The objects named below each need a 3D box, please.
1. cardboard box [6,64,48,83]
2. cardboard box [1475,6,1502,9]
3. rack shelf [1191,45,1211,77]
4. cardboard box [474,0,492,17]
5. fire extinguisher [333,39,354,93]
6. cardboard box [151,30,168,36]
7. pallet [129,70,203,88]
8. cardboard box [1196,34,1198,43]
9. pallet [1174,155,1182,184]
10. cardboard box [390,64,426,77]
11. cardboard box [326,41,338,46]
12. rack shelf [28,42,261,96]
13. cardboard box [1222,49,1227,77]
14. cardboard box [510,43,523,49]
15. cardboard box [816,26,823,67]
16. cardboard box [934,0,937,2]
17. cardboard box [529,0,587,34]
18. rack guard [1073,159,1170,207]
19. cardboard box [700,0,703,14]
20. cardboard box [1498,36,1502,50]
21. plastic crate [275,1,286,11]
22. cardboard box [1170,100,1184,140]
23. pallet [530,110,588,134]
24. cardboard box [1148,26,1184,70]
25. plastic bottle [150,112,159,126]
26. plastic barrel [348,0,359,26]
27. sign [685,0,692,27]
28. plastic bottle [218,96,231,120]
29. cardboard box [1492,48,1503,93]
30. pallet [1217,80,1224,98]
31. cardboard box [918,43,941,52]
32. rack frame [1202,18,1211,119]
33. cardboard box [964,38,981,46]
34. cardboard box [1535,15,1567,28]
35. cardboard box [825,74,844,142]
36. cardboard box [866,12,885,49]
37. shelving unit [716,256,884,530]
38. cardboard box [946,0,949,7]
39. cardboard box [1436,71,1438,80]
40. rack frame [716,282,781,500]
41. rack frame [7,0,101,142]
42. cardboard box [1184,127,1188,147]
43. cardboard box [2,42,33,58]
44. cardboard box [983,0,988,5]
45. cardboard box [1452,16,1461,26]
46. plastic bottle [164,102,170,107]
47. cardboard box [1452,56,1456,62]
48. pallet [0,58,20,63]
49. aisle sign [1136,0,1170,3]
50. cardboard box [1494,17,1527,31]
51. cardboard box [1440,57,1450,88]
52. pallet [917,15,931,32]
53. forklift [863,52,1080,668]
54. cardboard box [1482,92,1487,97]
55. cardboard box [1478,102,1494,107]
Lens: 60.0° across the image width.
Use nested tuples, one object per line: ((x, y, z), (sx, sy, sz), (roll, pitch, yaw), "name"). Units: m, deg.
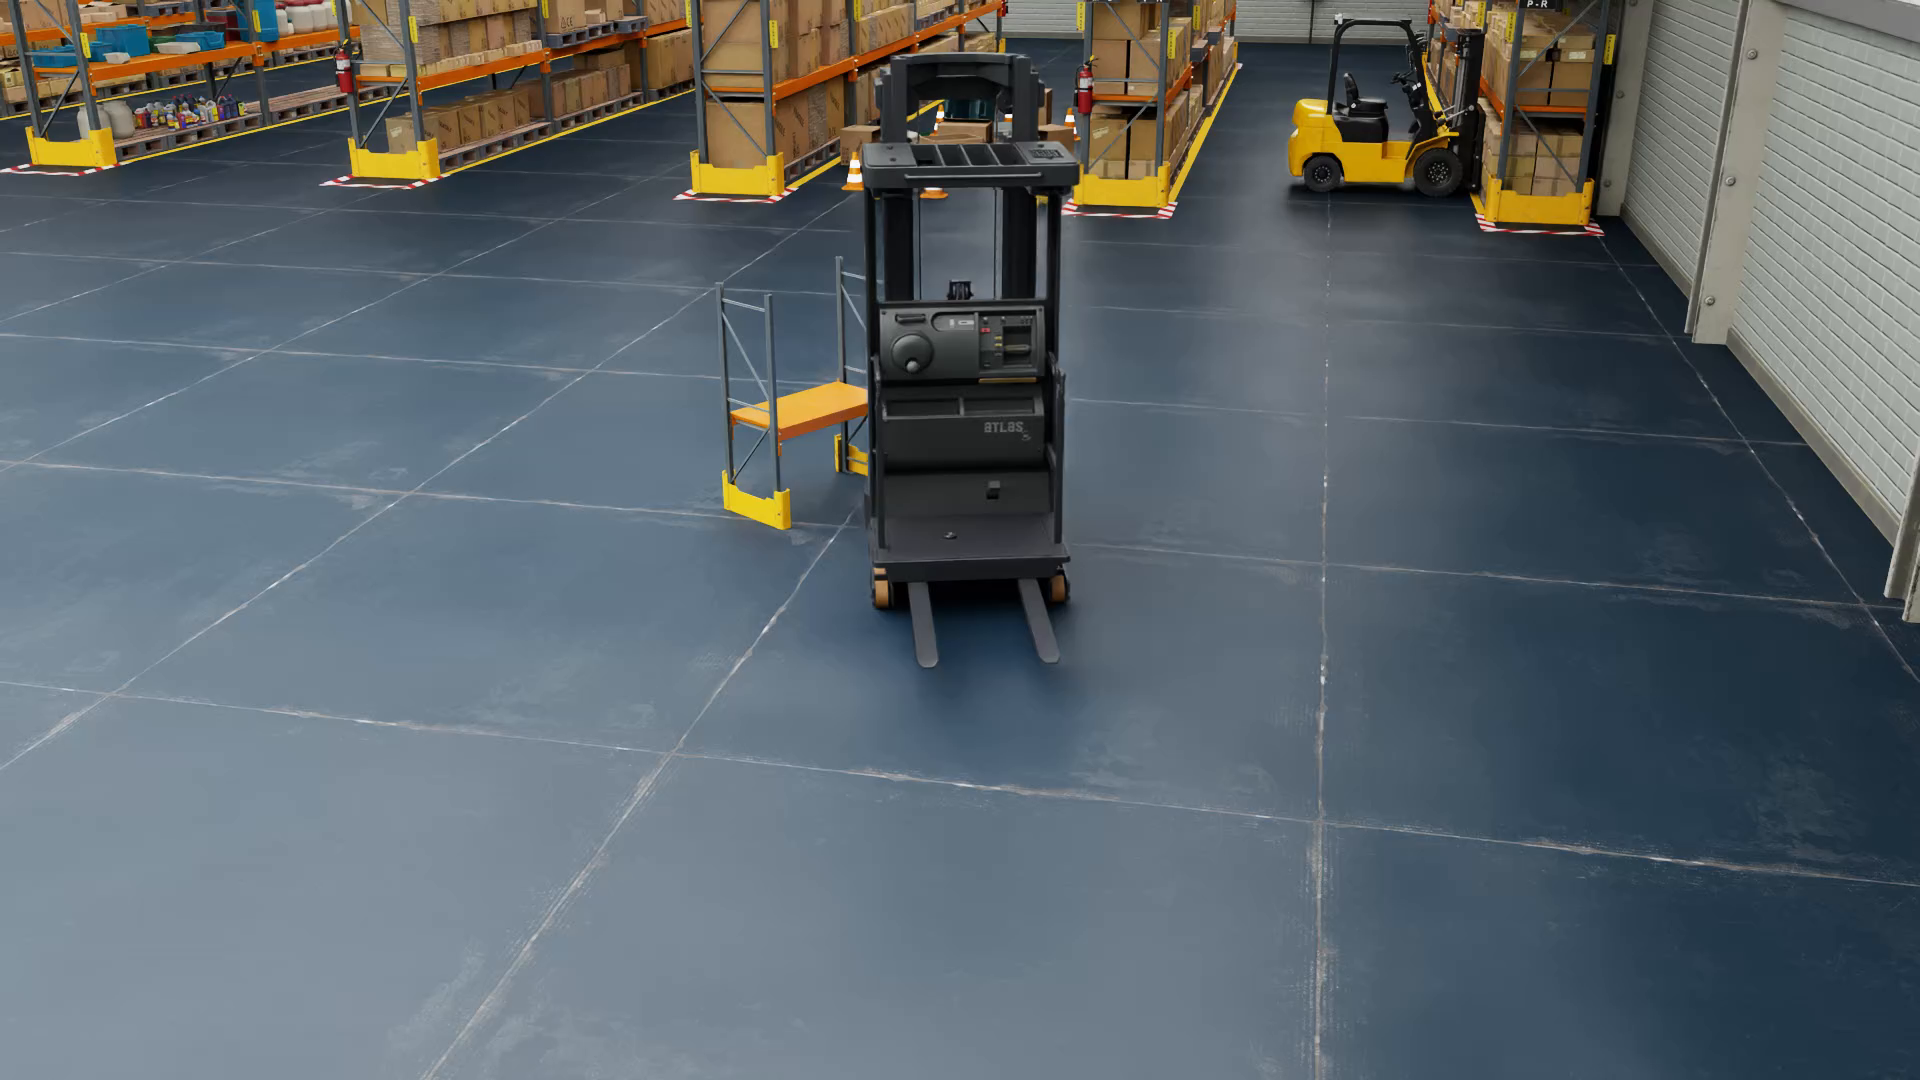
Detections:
((-16.148, -8.048, 28.689), (0.500, 0.311, 0.500), (4, 22, 10), "cardboard box")
((7.995, -7.996, 25.190), (0.380, 0.149, 0.250), (5, 22, 11), "cardboard box")
((3.224, -7.439, 25.773), (1.077, 0.370, 4.000), (4, 22, 11), "rack shelf")
((-7.018, -7.711, 23.615), (0.500, 0.500, 0.500), (4, 22, 11), "cardboard box")
((-8.177, -6.291, 22.063), (0.296, 0.674, 0.183), (4, 22, 11), "fire extinguisher")
((-15.799, -9.790, 32.399), (0.500, 0.250, 0.500), (5, 23, 13), "cardboard box")
((-15.578, -8.993, 32.400), (1.003, 0.211, 1.213), (4, 22, 11), "pallet")
((3.297, -7.388, 24.458), (0.380, 0.149, 0.250), (5, 22, 12), "cardboard box")
((2.466, -5.052, 22.615), (1.003, 0.211, 1.213), (4, 22, 11), "pallet")
((-7.411, -6.304, 22.326), (0.380, 0.149, 0.250), (4, 22, 11), "cardboard box")
((-14.228, -11.308, 37.507), (0.500, 0.250, 0.500), (4, 22, 11), "cardboard box")
((-12.143, -7.109, 24.954), (1.077, 0.370, 4.000), (4, 22, 11), "rack shelf")
((4.681, -9.195, 32.037), (0.875, 0.438, 0.875), (4, 22, 10), "cardboard box")
((-6.812, -7.402, 25.053), (0.380, 0.149, 0.250), (4, 22, 11), "cardboard box")
((-2.430, -6.924, 23.330), (0.875, 0.550, 0.550), (4, 22, 11), "cardboard box")
((-0.627, -9.793, 30.029), (0.380, 0.149, 0.250), (5, 23, 13), "cardboard box")
((-6.587, -8.550, 26.202), (1.000, 1.000, 1.000), (5, 22, 11), "cardboard box")
((2.015, -4.447, 20.726), (1.175, 0.500, 0.348), (4, 22, 11), "rack guard")
((-5.189, -10.397, 32.019), (0.500, 0.500, 0.500), (5, 23, 13), "cardboard box")
((6.893, -6.168, 20.651), (0.380, 0.149, 0.250), (5, 22, 11), "cardboard box")
((-11.548, -9.099, 28.846), (0.402, 0.464, 0.583), (4, 22, 11), "plastic crate")
((2.752, -5.699, 22.603), (0.500, 0.500, 0.500), (6, 23, 14), "cardboard box")
((-6.729, -6.788, 26.926), (1.003, 0.211, 1.213), (4, 22, 11), "pallet")
((2.668, -6.478, 21.890), (0.500, 0.500, 0.500), (4, 22, 10), "cardboard box")
((-12.373, -6.461, 25.537), (0.097, 0.201, 0.097), (0, 22, 0), "plastic bottle")
((-10.717, -9.508, 29.764), (0.600, 0.536, 0.708), (4, 22, 11), "plastic barrel")
((-3.396, -6.612, 20.890), (0.100, 0.325, 0.005), (4, 22, 11), "sign")
((-11.623, -6.822, 26.234), (0.144, 0.351, 0.185), (3, 22, 8), "plastic bottle")
((6.922, -5.824, 20.666), (0.500, 0.500, 0.500), (4, 22, 10), "cardboard box")
((4.364, -8.386, 30.893), (1.003, 0.211, 1.213), (4, 22, 11), "pallet")
((-0.640, -8.827, 30.036), (0.500, 0.250, 0.500), (5, 22, 11), "cardboard box")
((3.632, -8.504, 27.454), (1.000, 3.000, 0.127), (4, 22, 11), "rack frame")
((0.224, -10.234, 34.206), (0.380, 0.149, 0.250), (4, 22, 9), "cardboard box")
((7.773, -6.823, 21.881), (0.380, 0.149, 0.250), (4, 22, 10), "cardboard box")
((-2.248, -6.366, 24.428), (0.875, 0.875, 0.875), (5, 22, 12), "cardboard box")
((-1.473, -7.967, 25.987), (0.500, 0.500, 0.500), (4, 22, 11), "cardboard box")
((-0.968, -0.979, 10.777), (0.587, 1.500, 1.083), (19, 29, 39), "shelving unit")
((-0.411, -10.039, 31.040), (0.380, 0.149, 0.250), (4, 22, 11), "cardboard box")
((9.134, -8.689, 31.166), (0.380, 0.149, 0.250), (4, 22, 9), "cardboard box")
((-1.321, -0.837, 10.425), (0.500, 1.500, 0.032), (19, 29, 39), "rack frame")
((-12.551, -6.712, 23.003), (1.000, 3.000, 0.127), (4, 22, 11), "rack frame")
((2.958, -5.724, 23.670), (0.500, 0.250, 0.500), (5, 23, 13), "cardboard box")
((-19.985, -10.480, 34.676), (0.750, 0.750, 0.750), (5, 23, 13), "cardboard box")
((0.372, -11.143, 34.343), (0.380, 0.149, 0.250), (3, 22, 9), "cardboard box")
((8.250, -8.475, 27.156), (0.380, 0.149, 0.250), (5, 22, 12), "cardboard box")
((-12.419, -6.729, 26.093), (0.061, 0.283, 0.133), (5, 23, 13), "plastic bottle")
((8.769, -8.333, 28.945), (0.380, 0.149, 0.250), (5, 23, 13), "cardboard box")
((-20.131, -9.827, 34.470), (1.003, 0.211, 1.213), (4, 22, 11), "pallet")
((2.290, -6.738, 19.589), (0.394, 0.787, 0.004), (4, 22, 11), "aisle sign")
((7.132, -6.676, 21.514), (0.380, 0.149, 0.250), (4, 22, 10), "cardboard box")
((8.989, -8.466, 30.143), (0.500, 0.500, 0.500), (5, 23, 13), "cardboard box")
((-1.194, -9.024, 29.003), (1.213, 0.211, 1.003), (4, 22, 11), "pallet")
((0.034, -1.099, 9.159), (1.130, 2.935, 3.031), (-2, 22, -4), "forklift")
((7.937, -6.233, 24.430), (0.875, 0.625, 0.625), (4, 22, 10), "cardboard box")
((7.155, -5.708, 22.292), (0.500, 0.250, 0.500), (4, 22, 11), "cardboard box")
